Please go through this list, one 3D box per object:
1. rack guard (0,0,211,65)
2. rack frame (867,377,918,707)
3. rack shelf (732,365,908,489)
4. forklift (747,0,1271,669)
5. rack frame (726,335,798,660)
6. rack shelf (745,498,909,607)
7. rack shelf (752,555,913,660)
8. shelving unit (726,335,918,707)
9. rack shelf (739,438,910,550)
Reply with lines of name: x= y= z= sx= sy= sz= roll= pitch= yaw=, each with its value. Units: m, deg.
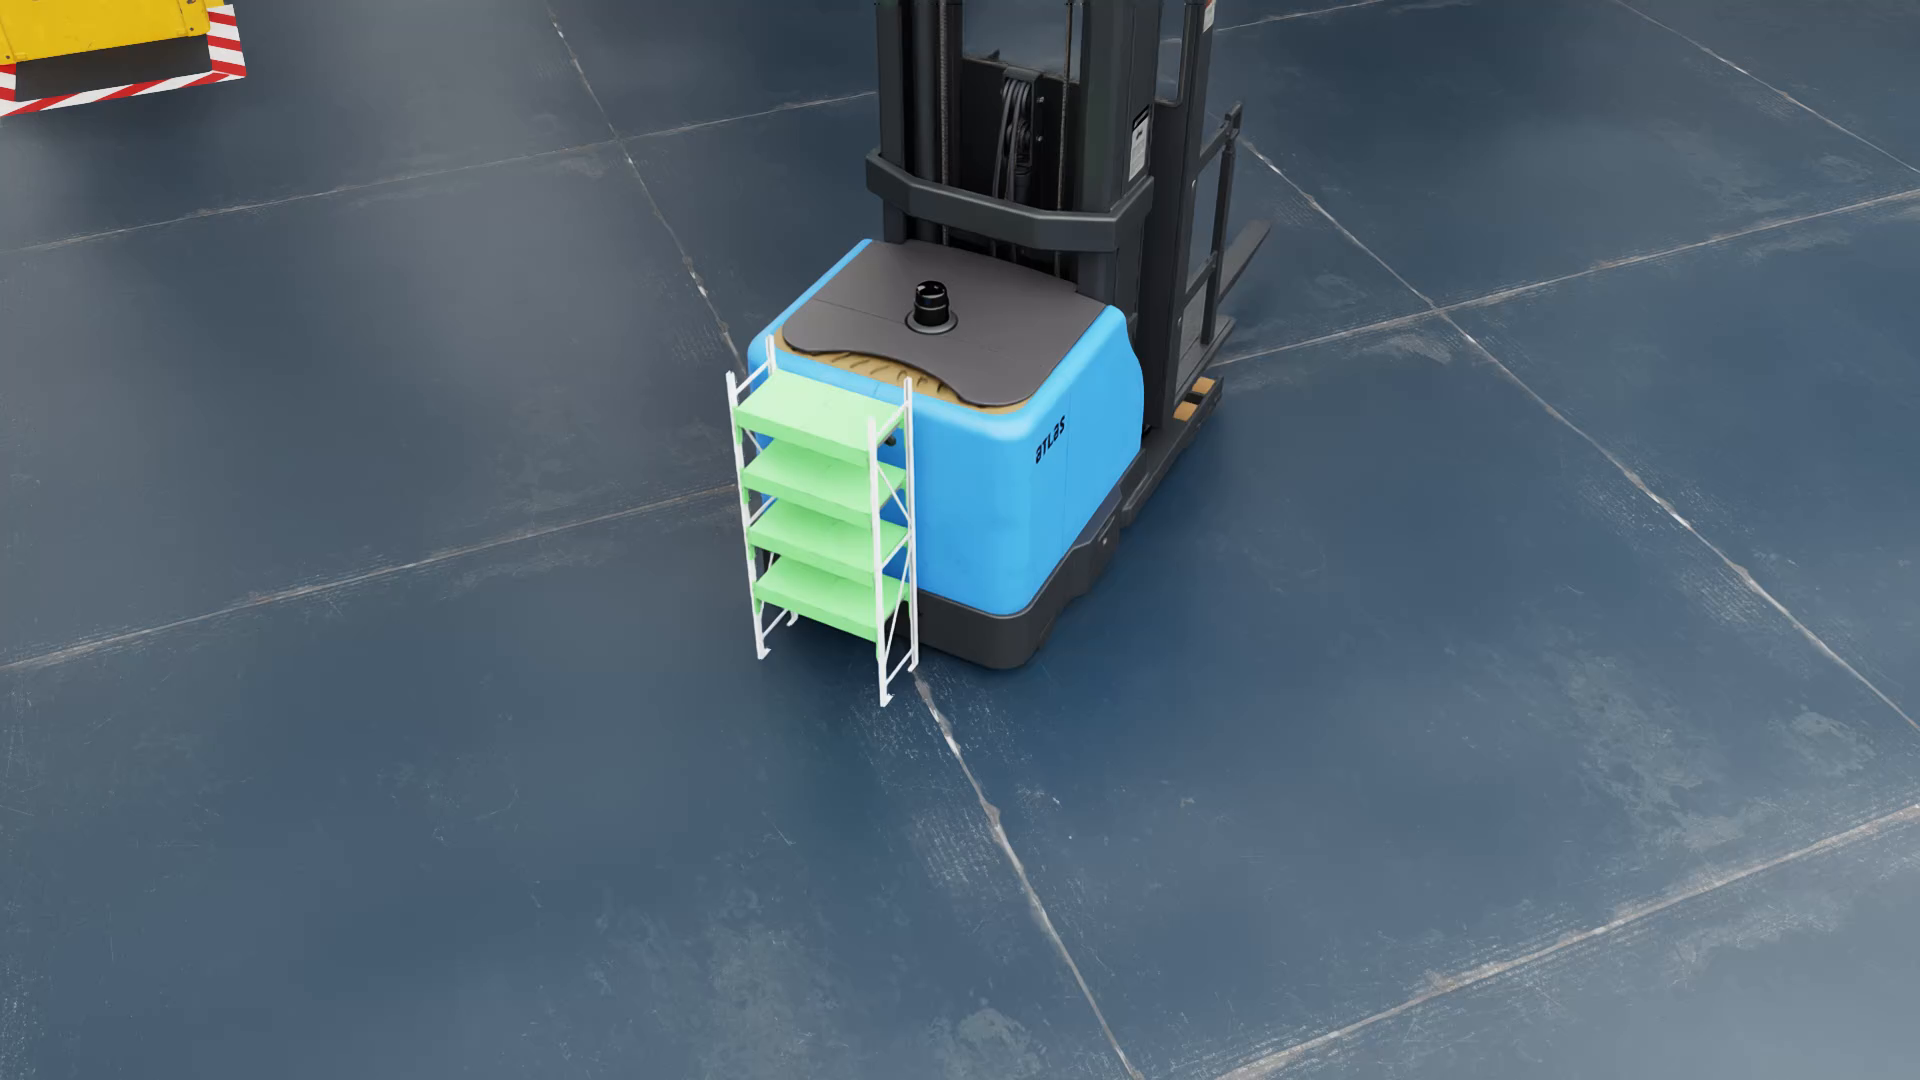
rack guard: x=-4.965 y=-3.097 z=9.468 sx=1.175 sy=0.500 sz=0.348 roll=-15 pitch=43 yaw=-17
rack frame: x=-0.207 y=0.038 z=5.285 sx=0.015 sy=1.200 sz=0.240 roll=19 pitch=44 yaw=21
rack shelf: x=-0.423 y=-0.351 z=5.099 sx=0.480 sy=0.148 sz=0.258 roll=19 pitch=44 yaw=21
forklift: x=0.425 y=-1.627 z=5.894 sx=1.130 sy=2.935 sz=3.031 roll=19 pitch=44 yaw=21
rack frame: x=-0.639 y=-0.109 z=5.456 sx=0.015 sy=1.200 sz=0.240 roll=19 pitch=44 yaw=21
rack shelf: x=-0.423 y=0.013 z=5.412 sx=0.480 sy=0.148 sz=0.258 roll=19 pitch=44 yaw=21
rack shelf: x=-0.423 y=0.195 z=5.569 sx=0.480 sy=0.148 sz=0.258 roll=19 pitch=44 yaw=21
shelving unit: x=-0.423 y=-0.036 z=5.371 sx=0.503 sy=1.200 sz=0.258 roll=19 pitch=44 yaw=21
rack shelf: x=-0.423 y=-0.169 z=5.256 sx=0.480 sy=0.148 sz=0.258 roll=19 pitch=44 yaw=21
